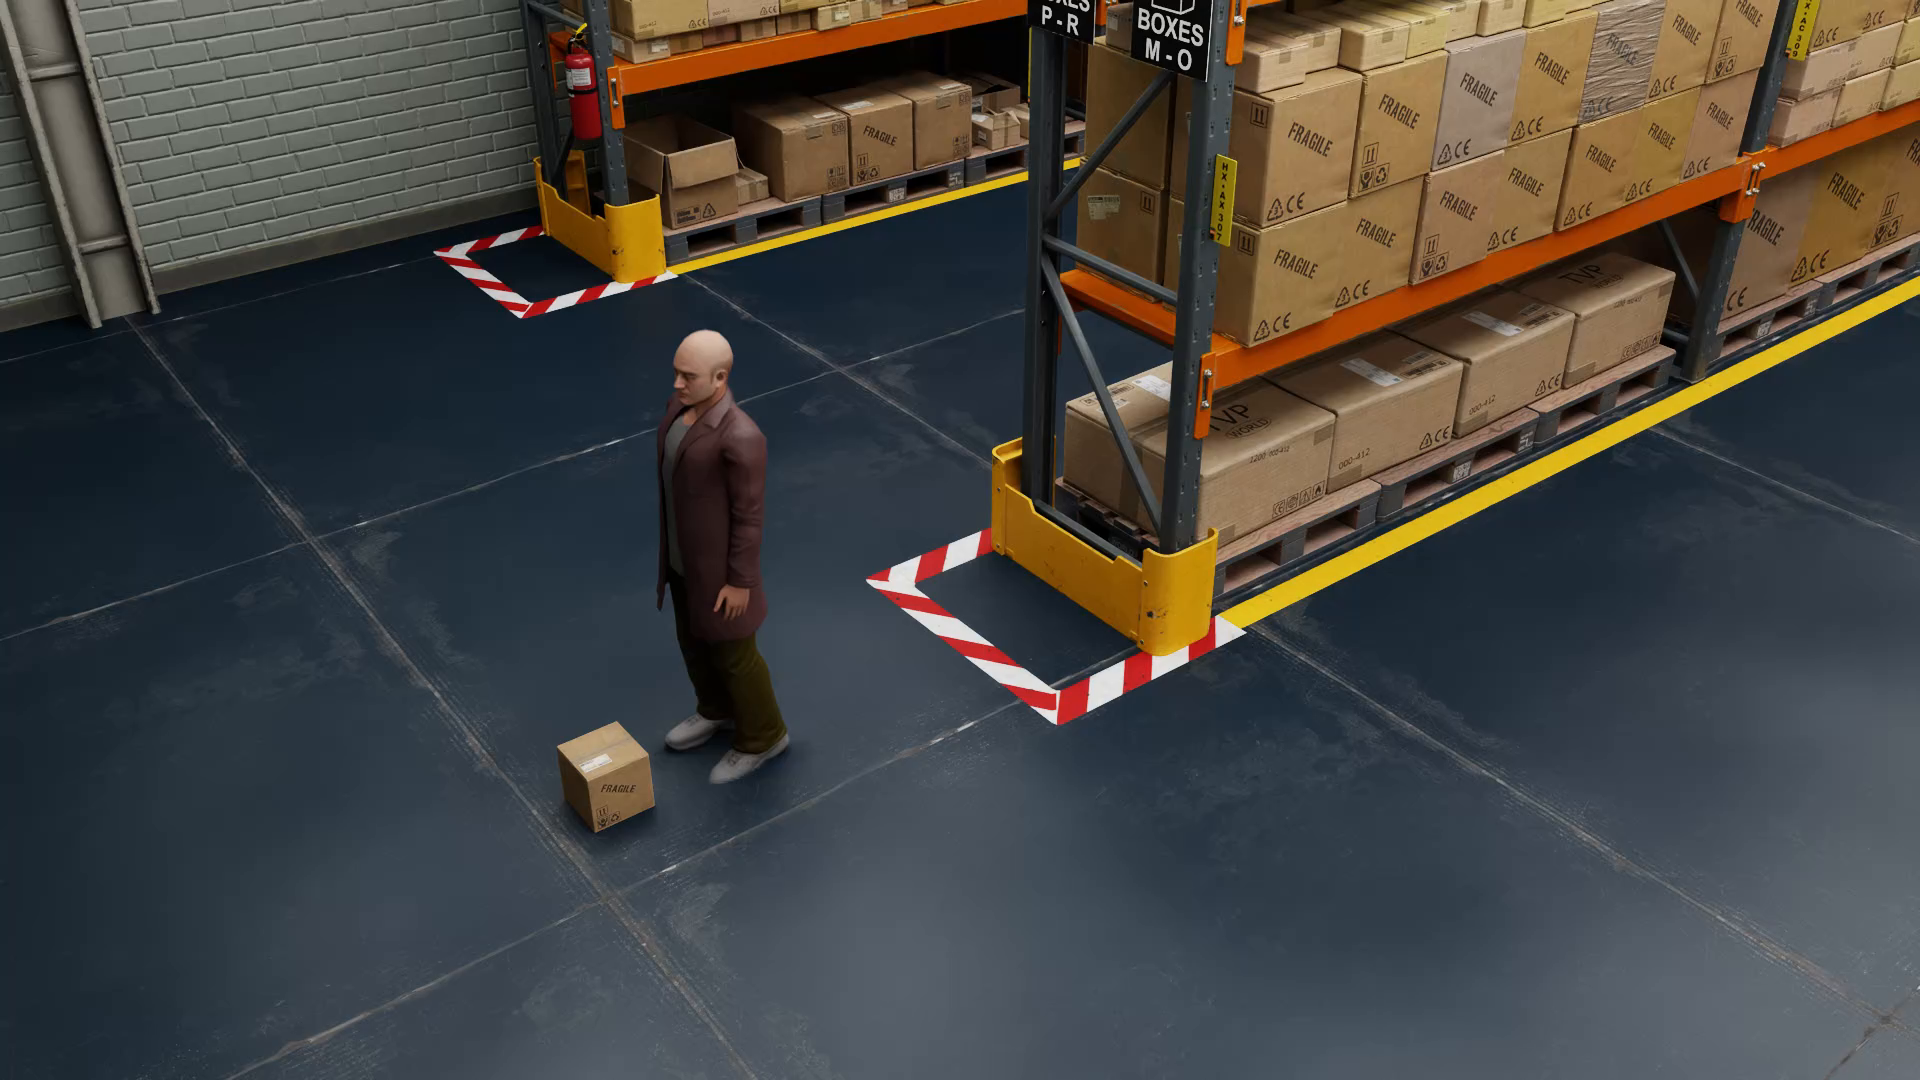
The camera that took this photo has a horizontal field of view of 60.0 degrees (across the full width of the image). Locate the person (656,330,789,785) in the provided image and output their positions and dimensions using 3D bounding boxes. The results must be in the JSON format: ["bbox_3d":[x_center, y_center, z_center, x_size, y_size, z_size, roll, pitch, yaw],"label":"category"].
[{"bbox_3d":[-0.897,0.083,6.050,0.413,1.809,0.560,-21,38,-30],"label":"person"}]
